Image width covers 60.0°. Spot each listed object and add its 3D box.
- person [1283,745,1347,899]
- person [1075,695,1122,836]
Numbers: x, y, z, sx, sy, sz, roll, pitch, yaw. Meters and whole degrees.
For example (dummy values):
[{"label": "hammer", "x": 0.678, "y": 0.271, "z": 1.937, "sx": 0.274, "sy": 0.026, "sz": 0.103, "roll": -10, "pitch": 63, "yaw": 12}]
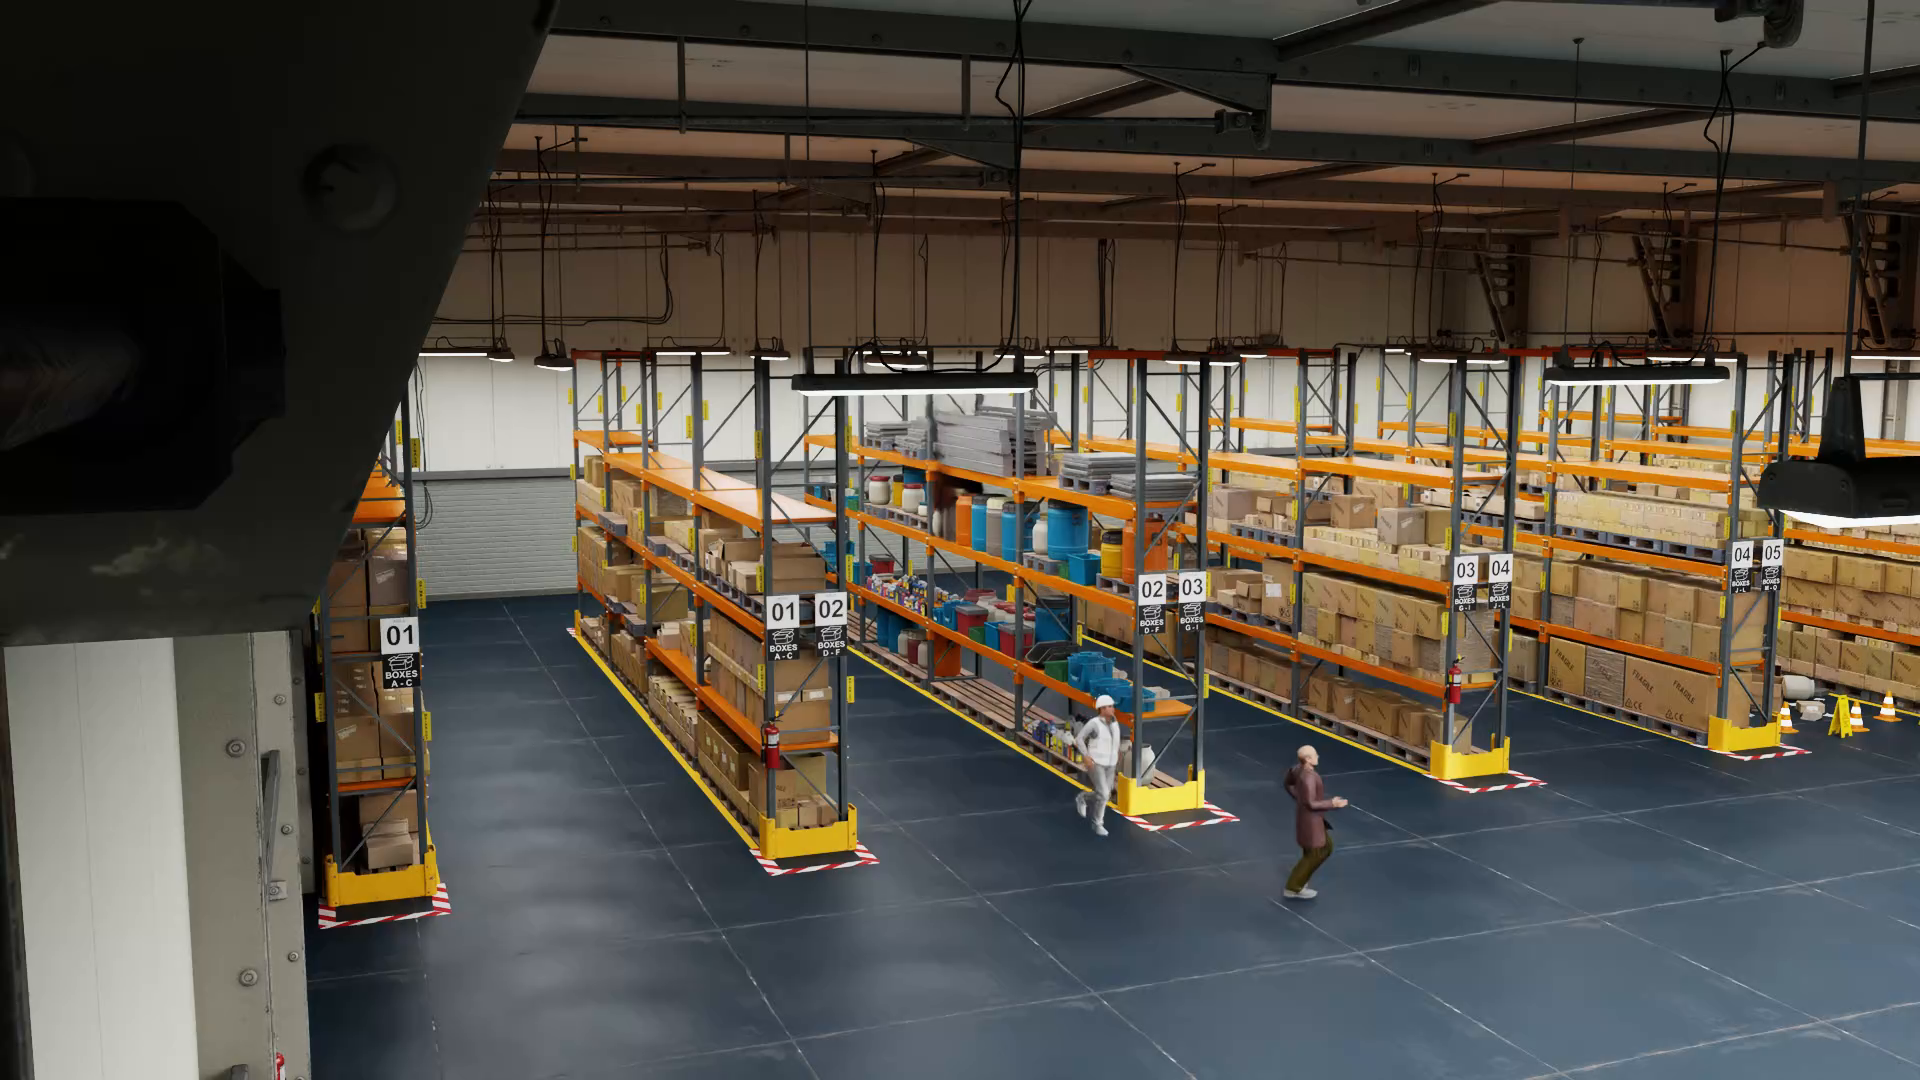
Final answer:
[{"label": "person", "x": 3.966, "y": 3.157, "z": 18.594, "sx": 0.673, "sy": 1.762, "sz": 0.694, "roll": 1, "pitch": 7, "yaw": 5}, {"label": "person", "x": 1.780, "y": 2.853, "z": 21.316, "sx": 0.681, "sy": 1.748, "sz": 0.727, "roll": -6, "pitch": 9, "yaw": -38}]
